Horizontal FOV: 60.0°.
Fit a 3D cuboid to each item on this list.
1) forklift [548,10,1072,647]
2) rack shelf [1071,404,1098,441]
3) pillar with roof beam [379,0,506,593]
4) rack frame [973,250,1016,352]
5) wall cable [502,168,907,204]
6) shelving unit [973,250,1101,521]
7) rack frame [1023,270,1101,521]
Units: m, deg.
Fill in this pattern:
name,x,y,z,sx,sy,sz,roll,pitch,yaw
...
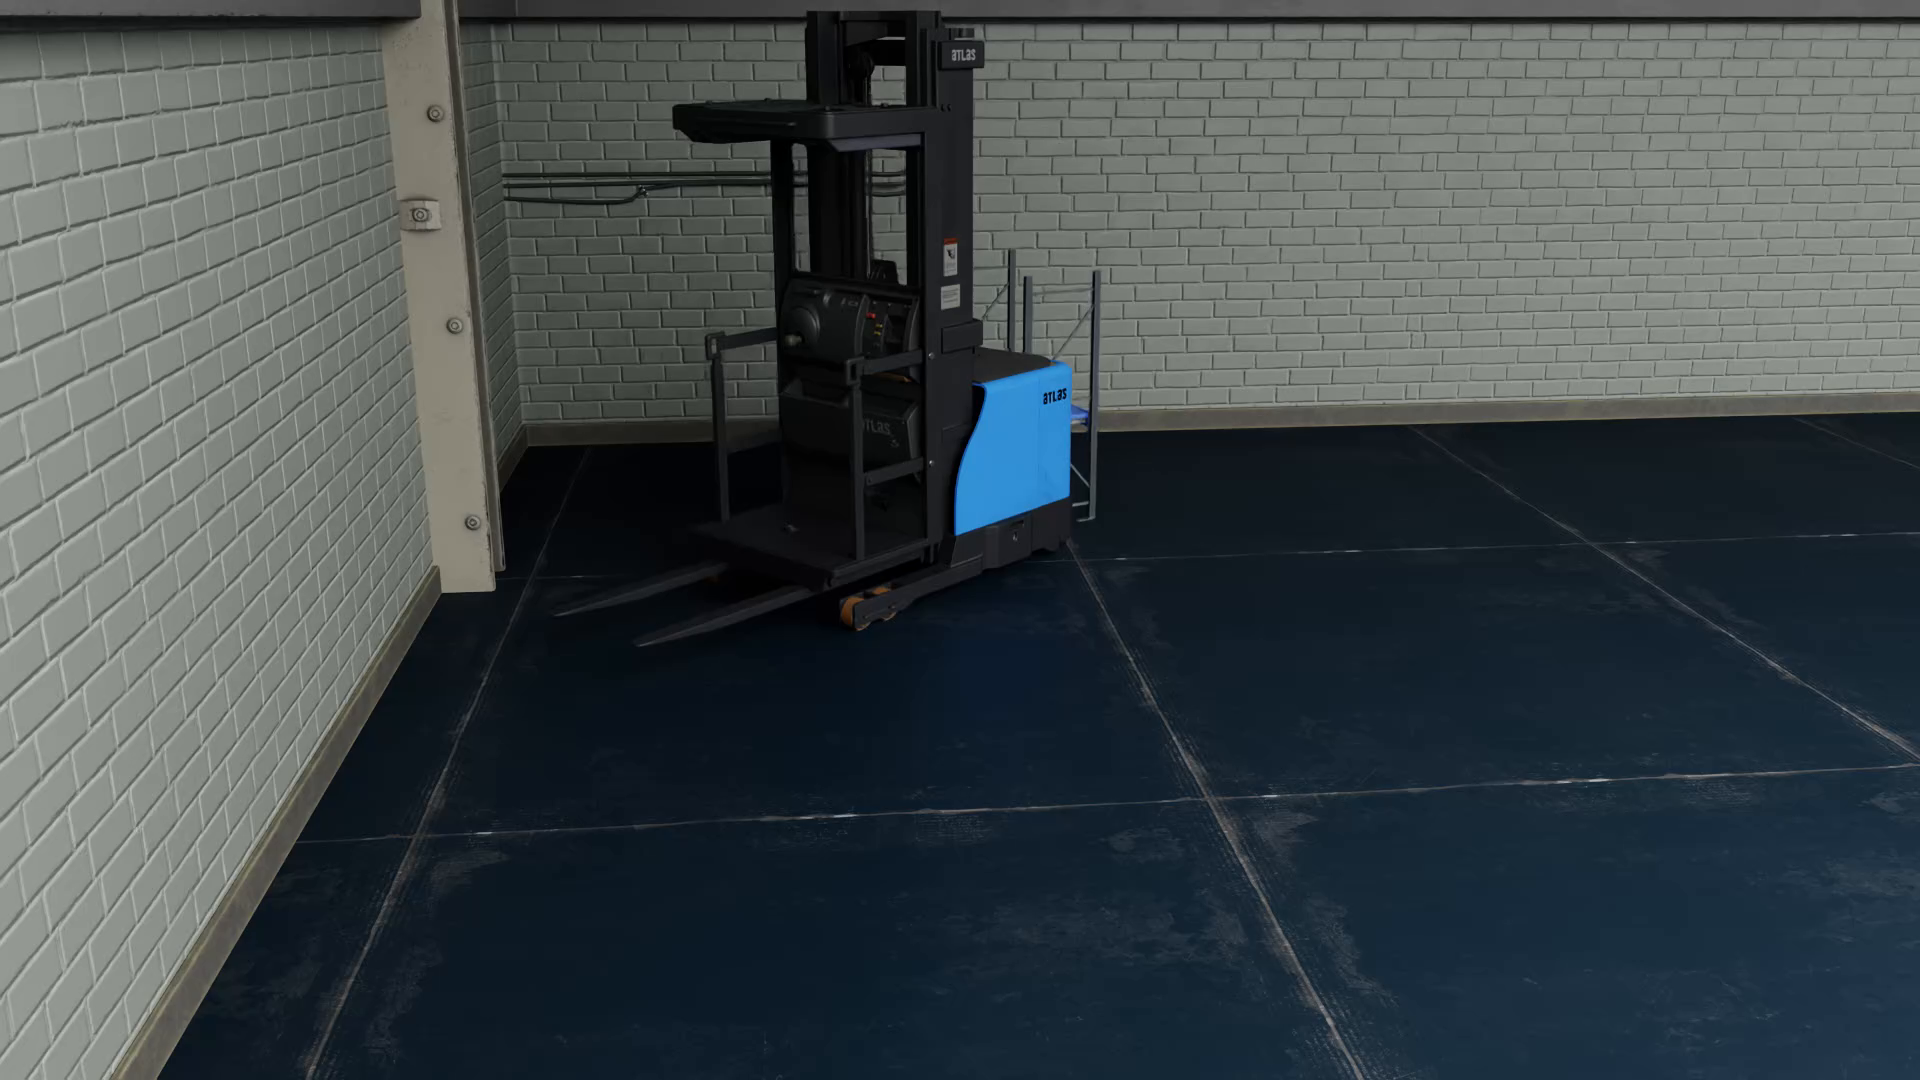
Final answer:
name,x,y,z,sx,sy,sz,roll,pitch,yaw
forklift,-0.703,-1.120,8.352,1.130,2.935,3.031,14,22,38
rack shelf,0.358,-0.778,10.251,0.538,0.185,1.000,-9,19,-26
pillar with roof beam,1.639,-4.210,8.064,9.100,9.000,0.400,-2,18,-6
rack frame,0.125,-1.085,10.628,0.500,1.500,0.032,-9,19,-26
wall cable,-1.631,-3.514,11.031,3.097,2.526,0.112,-2,18,-6
shelving unit,0.358,-0.949,10.197,0.538,1.500,1.048,-9,19,-26
rack frame,0.590,-0.814,9.765,0.500,1.500,0.032,-9,19,-26
